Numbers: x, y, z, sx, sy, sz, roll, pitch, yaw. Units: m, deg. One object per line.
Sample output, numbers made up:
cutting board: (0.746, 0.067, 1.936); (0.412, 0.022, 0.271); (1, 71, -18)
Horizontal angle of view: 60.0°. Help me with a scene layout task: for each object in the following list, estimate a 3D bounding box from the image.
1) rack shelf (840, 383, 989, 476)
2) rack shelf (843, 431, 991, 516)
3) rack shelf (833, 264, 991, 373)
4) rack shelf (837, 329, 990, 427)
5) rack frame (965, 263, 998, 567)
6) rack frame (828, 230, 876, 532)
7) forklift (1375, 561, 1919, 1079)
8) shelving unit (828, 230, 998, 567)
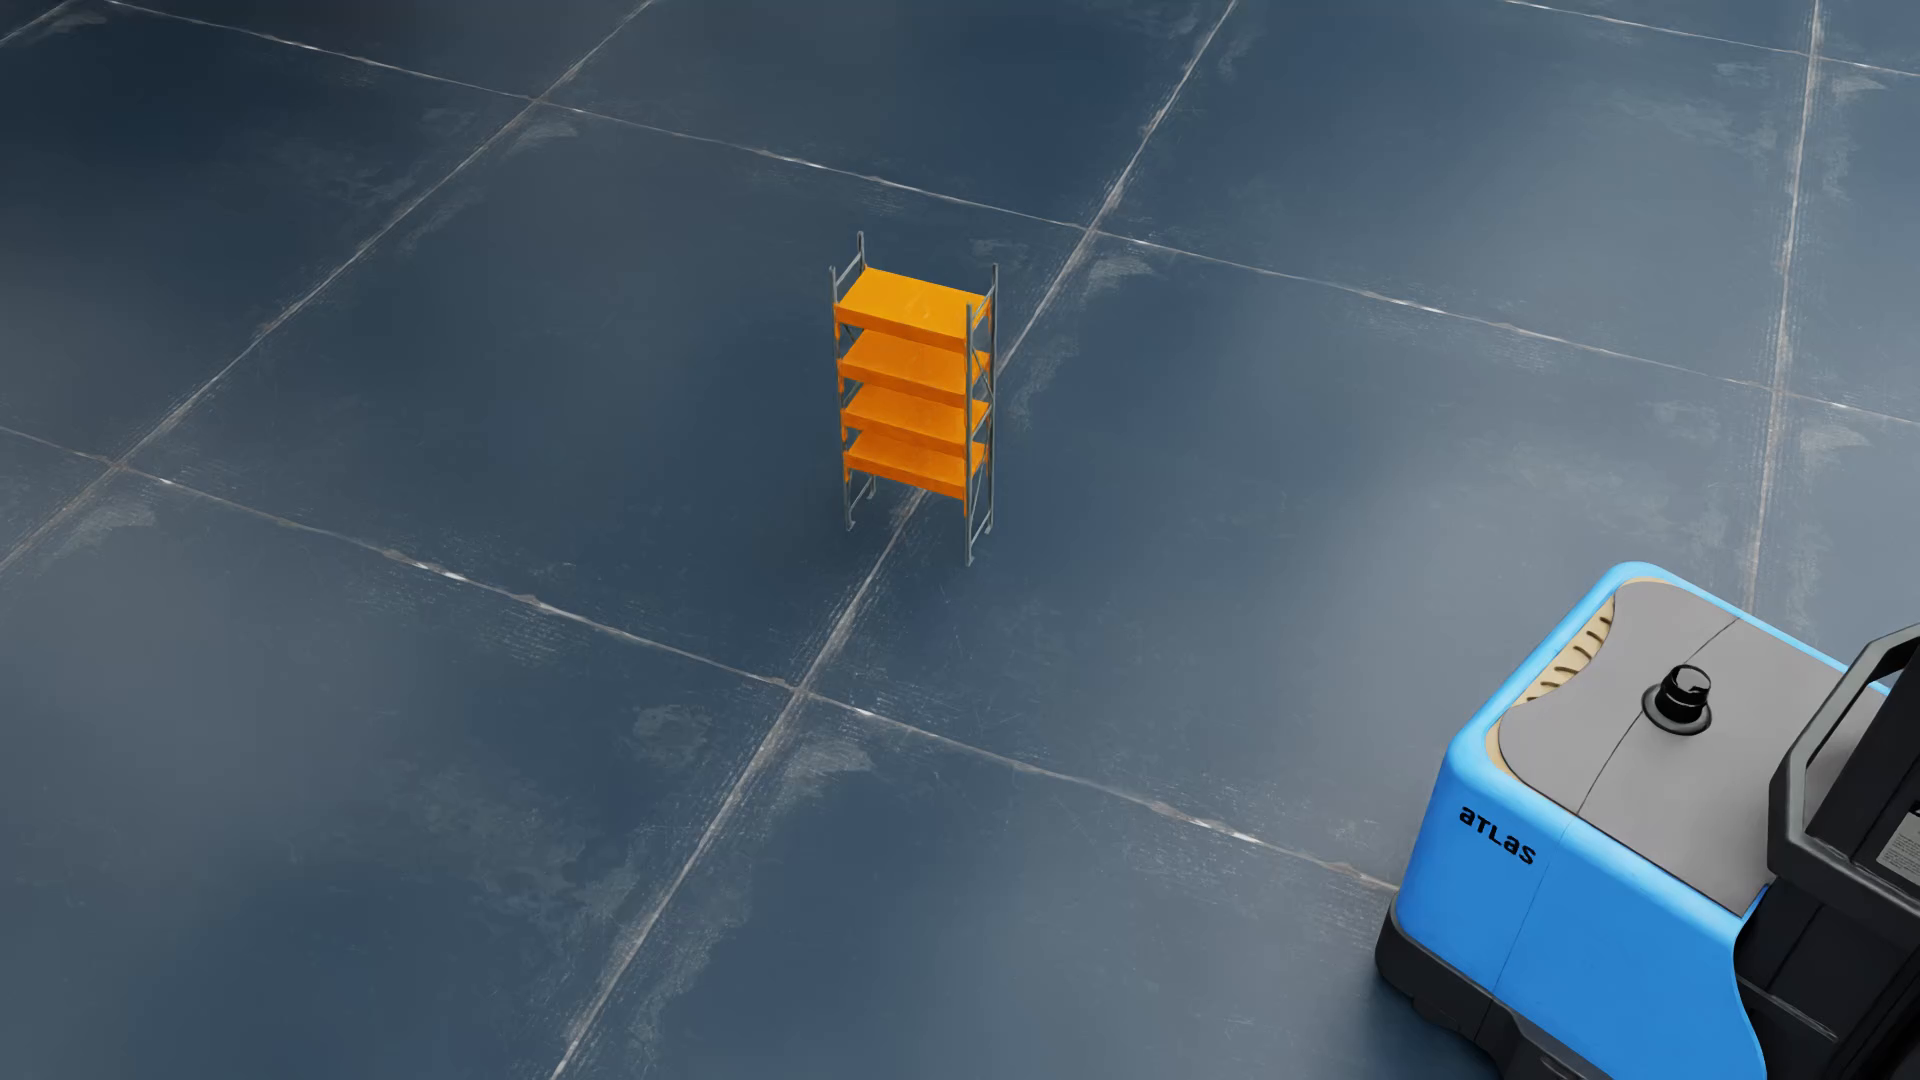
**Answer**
rack shelf: (-0.153, -0.423, 5.919); (0.480, 0.148, 0.258); (16, 47, 16)
rack shelf: (-0.153, -0.282, 6.059); (0.480, 0.148, 0.258); (16, 47, 16)
rack shelf: (-0.153, -0.749, 5.595); (0.480, 0.148, 0.258); (16, 47, 16)
rack shelf: (-0.153, -0.581, 5.762); (0.480, 0.148, 0.258); (16, 47, 16)
rack frame: (0.072, -0.404, 5.805); (0.015, 1.200, 0.240); (16, 47, 16)
rack frame: (-0.378, -0.537, 5.939); (0.015, 1.200, 0.240); (16, 47, 16)
forklift: (2.642, 0.717, 3.451); (3.031, 2.935, 1.130); (34, 54, 29)
shelving unit: (-0.153, -0.470, 5.872); (0.503, 1.200, 0.258); (16, 47, 16)
